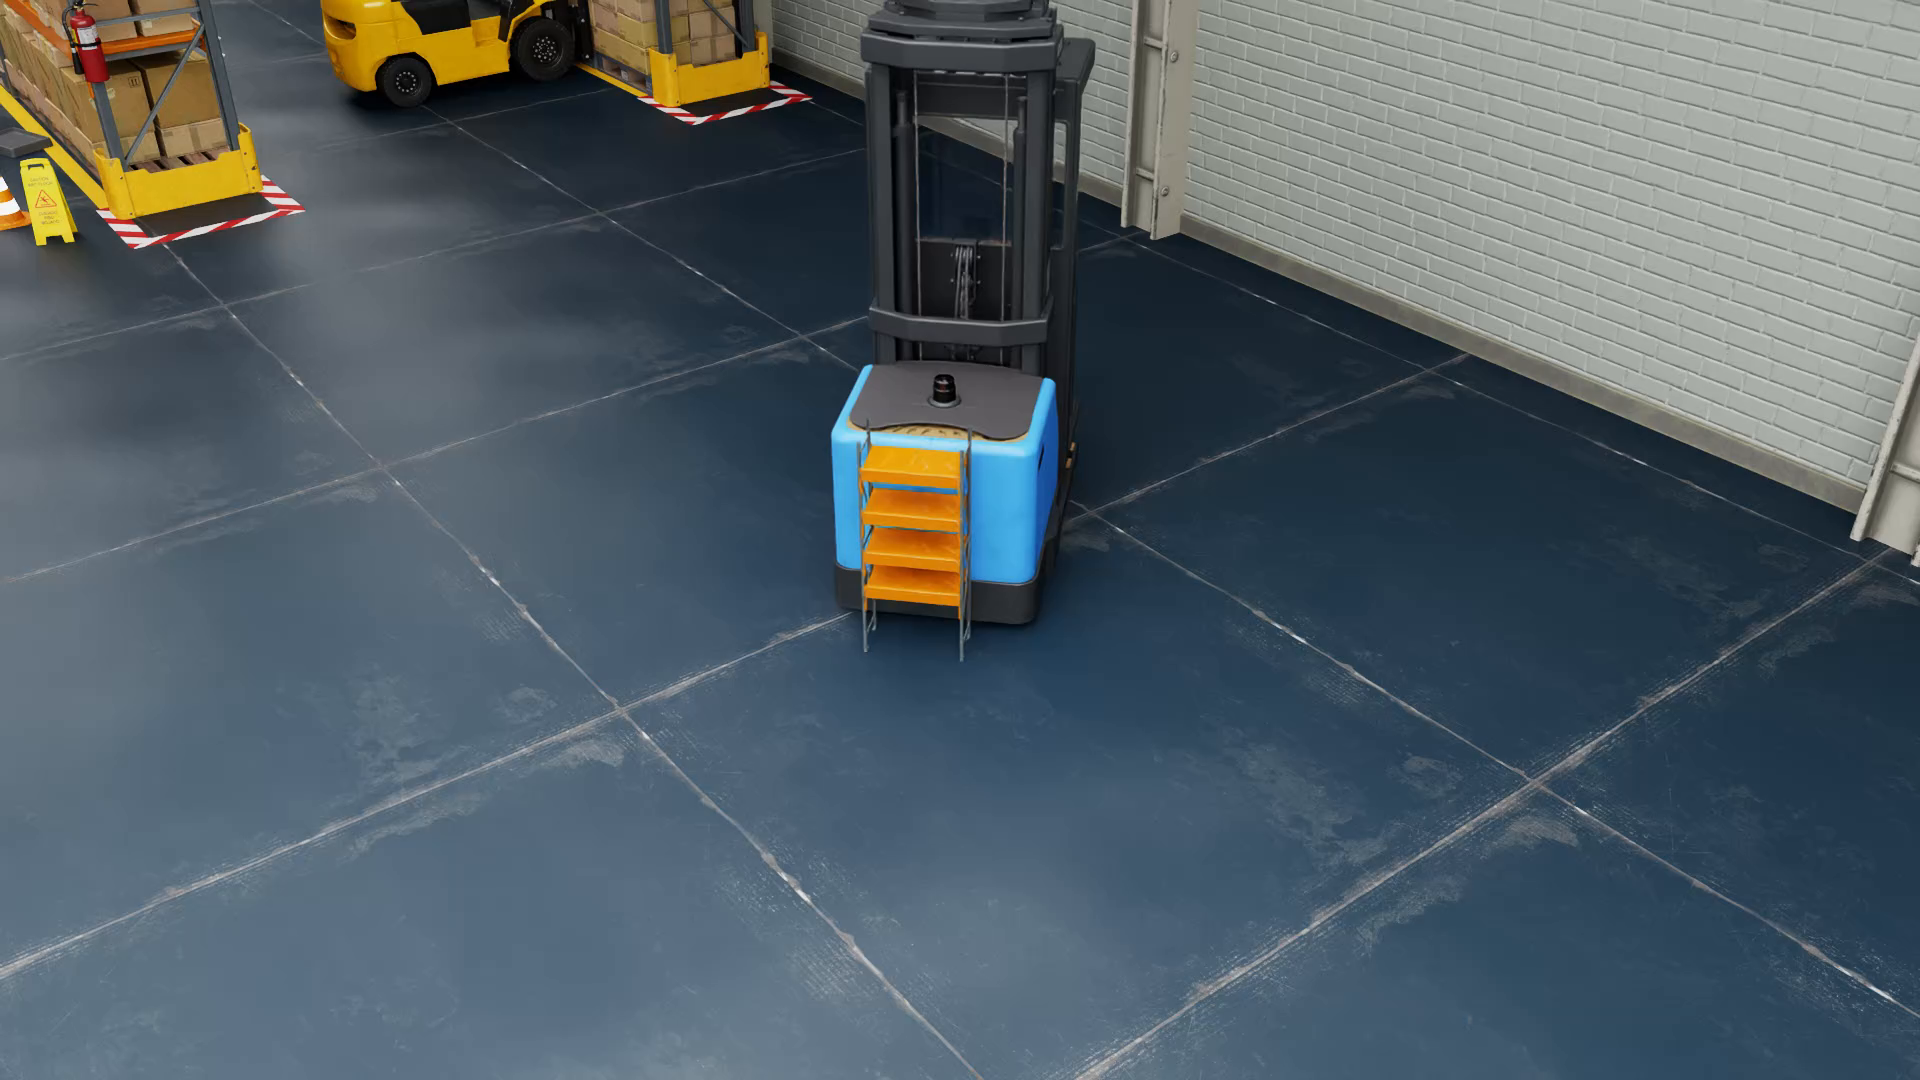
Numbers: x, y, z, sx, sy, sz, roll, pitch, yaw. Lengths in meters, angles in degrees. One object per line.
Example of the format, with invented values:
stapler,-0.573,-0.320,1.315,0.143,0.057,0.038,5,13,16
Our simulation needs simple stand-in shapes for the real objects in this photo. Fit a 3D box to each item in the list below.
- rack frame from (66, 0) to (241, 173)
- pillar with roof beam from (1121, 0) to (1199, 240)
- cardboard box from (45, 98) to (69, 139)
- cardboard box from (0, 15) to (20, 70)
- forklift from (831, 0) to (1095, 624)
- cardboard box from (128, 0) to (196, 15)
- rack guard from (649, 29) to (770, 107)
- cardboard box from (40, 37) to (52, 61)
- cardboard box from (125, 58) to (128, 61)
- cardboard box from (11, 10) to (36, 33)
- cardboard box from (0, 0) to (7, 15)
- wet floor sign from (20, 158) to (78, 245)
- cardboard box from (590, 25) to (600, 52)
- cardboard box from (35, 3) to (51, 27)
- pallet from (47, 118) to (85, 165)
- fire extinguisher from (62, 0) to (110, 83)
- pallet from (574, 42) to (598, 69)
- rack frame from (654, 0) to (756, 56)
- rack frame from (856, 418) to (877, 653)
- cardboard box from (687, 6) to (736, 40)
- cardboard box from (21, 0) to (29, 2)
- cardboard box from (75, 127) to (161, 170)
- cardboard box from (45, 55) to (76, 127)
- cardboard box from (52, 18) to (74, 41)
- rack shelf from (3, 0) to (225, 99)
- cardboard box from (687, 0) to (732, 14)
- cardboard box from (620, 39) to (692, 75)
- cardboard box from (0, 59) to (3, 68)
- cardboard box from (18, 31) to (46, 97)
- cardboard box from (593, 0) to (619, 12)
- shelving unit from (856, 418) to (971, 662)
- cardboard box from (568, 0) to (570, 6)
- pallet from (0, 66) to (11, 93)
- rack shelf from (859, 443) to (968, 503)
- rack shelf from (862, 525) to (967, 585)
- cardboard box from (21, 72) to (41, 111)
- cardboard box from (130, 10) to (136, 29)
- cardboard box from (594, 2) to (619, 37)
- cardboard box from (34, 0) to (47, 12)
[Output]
rack frame,-6.360,-4.069,12.958,1.000,3.000,0.127,-22,38,-31
pillar with roof beam,-1.877,-4.913,8.631,9.100,9.000,0.400,-22,38,-31
cardboard box,-7.705,-3.764,14.675,0.500,0.250,0.500,-24,39,-33
cardboard box,-8.664,-4.731,15.522,0.500,0.500,0.500,-20,37,-29
forklift,0.108,-1.582,9.019,1.130,2.935,3.031,5,32,8
cardboard box,-6.431,-4.525,13.315,0.500,0.500,0.500,-23,39,-32
rack guard,-2.426,-4.604,16.189,1.175,0.500,0.348,-22,38,-31
cardboard box,-7.487,-4.160,13.987,0.380,0.149,0.250,-22,38,-31
cardboard box,-6.975,-4.049,14.424,0.500,0.500,0.500,-24,39,-33
cardboard box,-8.151,-4.610,14.713,0.380,0.149,0.250,-20,37,-29
cardboard box,-8.635,-4.935,15.236,0.380,0.149,0.250,-22,38,-31
wet floor sign,-7.088,-2.643,12.894,0.267,0.644,0.232,-10,33,-15
cardboard box,-3.576,-5.202,16.990,0.500,0.250,0.500,-22,38,-31
cardboard box,-7.323,-4.329,13.616,0.380,0.149,0.250,-22,38,-31
pallet,-7.621,-3.774,15.126,1.003,0.211,1.213,-22,38,-31
fire extinguisher,-6.654,-3.839,12.661,0.296,0.674,0.183,-22,38,-31
pallet,-3.687,-5.305,17.591,1.003,0.211,1.213,-22,38,-31
rack frame,-2.441,-5.676,15.546,1.000,3.000,0.127,-22,38,-31
rack frame,-0.454,-0.007,8.123,0.015,1.200,0.240,5,32,8
cardboard box,-2.565,-5.162,16.452,0.500,0.250,0.500,-21,38,-31
cardboard box,-7.919,-4.762,14.312,0.380,0.149,0.250,-22,38,-32
cardboard box,-7.083,-3.339,13.991,0.500,0.250,0.500,-22,38,-32
cardboard box,-7.380,-3.863,14.125,0.500,0.500,0.500,-21,37,-30
cardboard box,-7.001,-4.118,13.276,0.380,0.149,0.250,-23,38,-32
rack shelf,-7.586,-4.597,14.490,1.077,0.370,4.000,-22,38,-31
cardboard box,-2.586,-5.373,16.318,0.500,0.250,0.500,-23,39,-32
cardboard box,-2.979,-4.780,16.311,0.500,0.250,0.500,-22,38,-31
cardboard box,-9.136,-5.016,16.575,0.950,0.372,0.625,-22,38,-31
cardboard box,-8.010,-4.295,14.820,0.500,0.500,0.500,-20,37,-29
cardboard box,-3.288,-5.413,16.383,0.500,0.250,0.500,-22,38,-31
shelving unit,-0.214,0.015,8.089,0.503,1.200,0.258,5,32,8
cardboard box,-3.923,-5.631,17.208,0.500,0.250,0.500,-22,38,-32
pallet,-9.291,-4.875,16.899,1.003,0.211,1.213,-22,38,-31
rack shelf,-0.214,-0.319,7.881,0.480,0.148,0.258,5,32,8
rack shelf,-0.214,0.072,8.124,0.480,0.148,0.258,5,32,8
cardboard box,-8.328,-4.194,15.368,0.500,0.250,0.500,-20,37,-29
cardboard box,-6.571,-4.271,13.522,0.380,0.149,0.250,-22,38,-31
cardboard box,-3.286,-5.213,16.535,0.500,0.250,0.500,-23,38,-32
cardboard box,-7.214,-4.585,13.412,0.500,0.500,0.500,-22,38,-31
